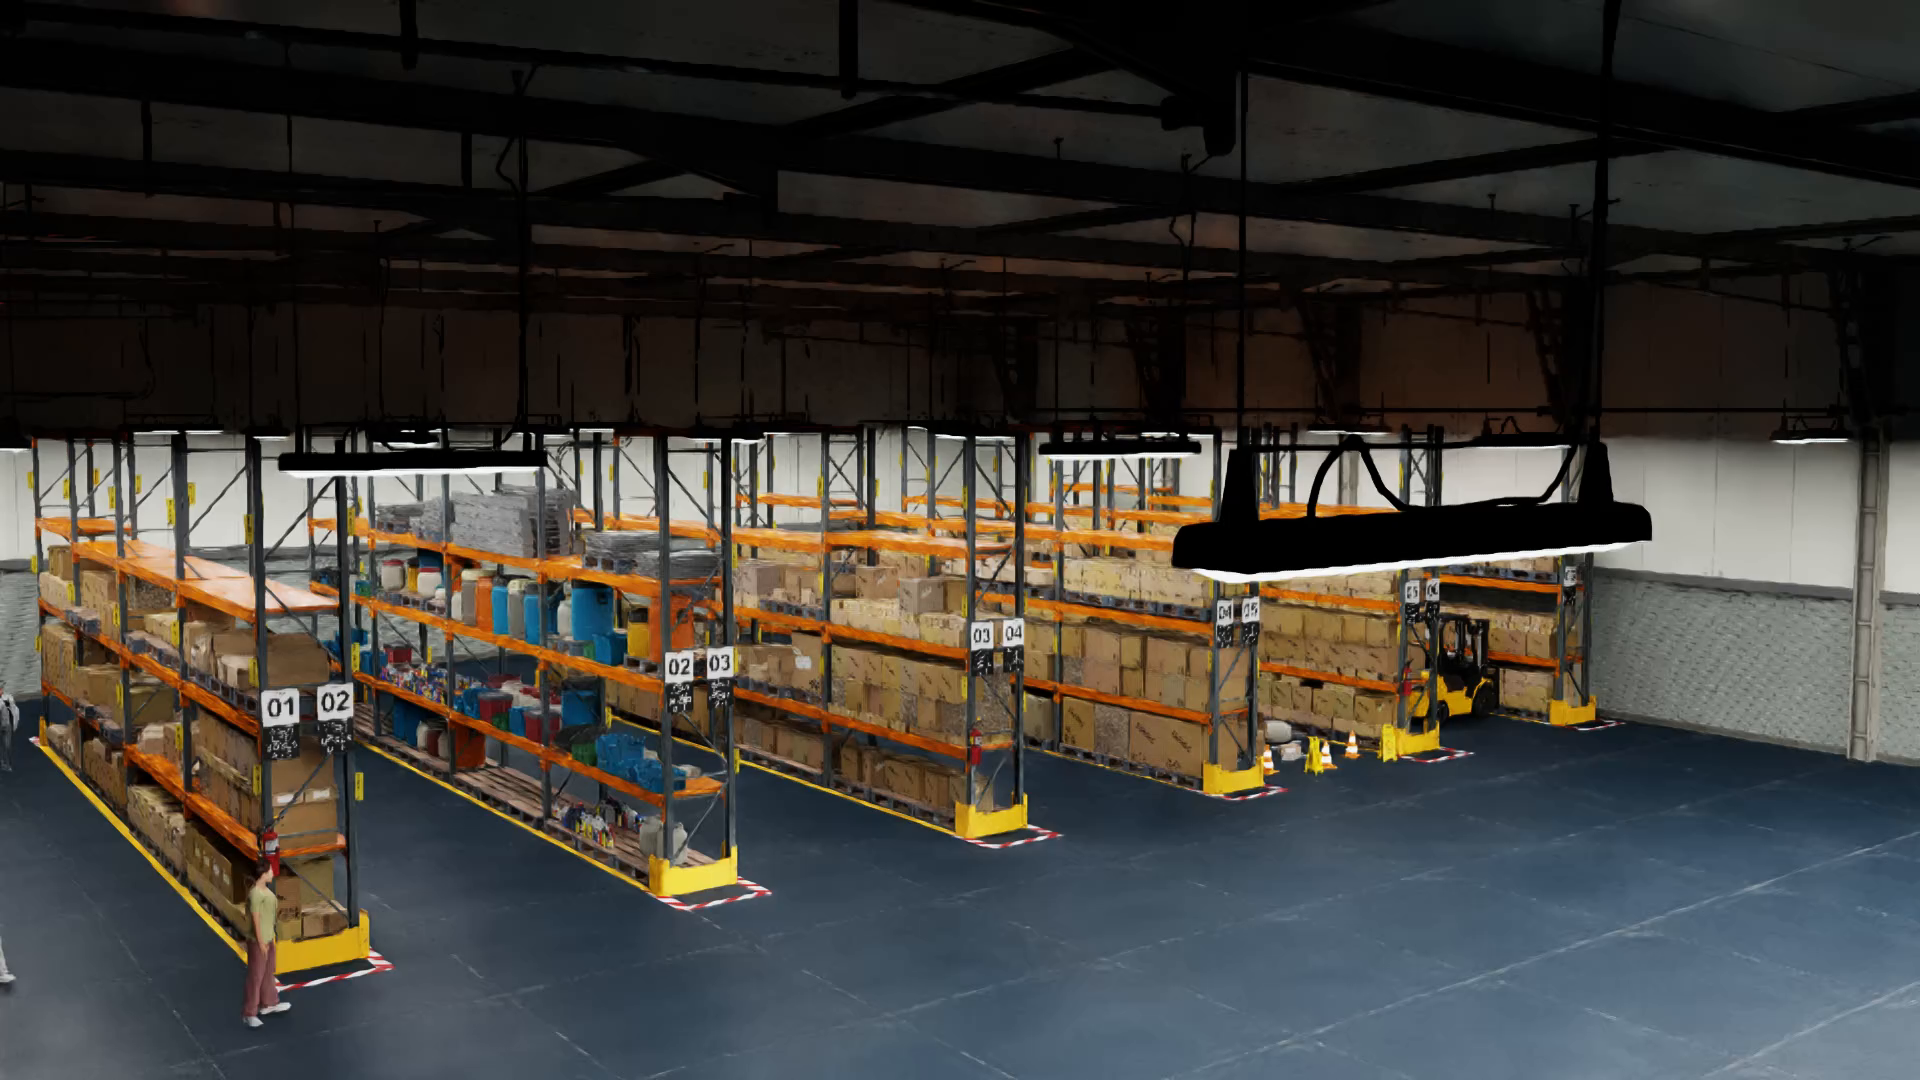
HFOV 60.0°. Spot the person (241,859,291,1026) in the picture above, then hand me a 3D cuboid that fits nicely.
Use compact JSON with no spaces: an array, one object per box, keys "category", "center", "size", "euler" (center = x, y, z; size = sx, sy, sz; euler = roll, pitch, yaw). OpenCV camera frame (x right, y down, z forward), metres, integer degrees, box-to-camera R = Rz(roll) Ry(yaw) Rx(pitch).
[{"category":"person","center":[-7.217,4.130,17.204],"size":[0.429,1.675,0.558],"euler":[-1,5,-13]}]

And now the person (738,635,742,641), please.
[{"category":"person","center":[-4.747,2.767,35.061],"size":[0.495,1.589,1.086],"euler":[-3,5,-34]}]

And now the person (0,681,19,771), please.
[{"category":"person","center":[-16.773,3.247,29.014],"size":[0.639,1.632,0.505],"euler":[-4,6,-38]}]

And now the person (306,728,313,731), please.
[{"category":"person","center":[-13.092,2.914,32.652],"size":[0.577,1.691,1.121],"euler":[-3,5,-34]}]

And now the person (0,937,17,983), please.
[{"category":"person","center":[-10.872,4.088,18.285],"size":[0.950,1.622,0.479],"euler":[3,5,30]}]
